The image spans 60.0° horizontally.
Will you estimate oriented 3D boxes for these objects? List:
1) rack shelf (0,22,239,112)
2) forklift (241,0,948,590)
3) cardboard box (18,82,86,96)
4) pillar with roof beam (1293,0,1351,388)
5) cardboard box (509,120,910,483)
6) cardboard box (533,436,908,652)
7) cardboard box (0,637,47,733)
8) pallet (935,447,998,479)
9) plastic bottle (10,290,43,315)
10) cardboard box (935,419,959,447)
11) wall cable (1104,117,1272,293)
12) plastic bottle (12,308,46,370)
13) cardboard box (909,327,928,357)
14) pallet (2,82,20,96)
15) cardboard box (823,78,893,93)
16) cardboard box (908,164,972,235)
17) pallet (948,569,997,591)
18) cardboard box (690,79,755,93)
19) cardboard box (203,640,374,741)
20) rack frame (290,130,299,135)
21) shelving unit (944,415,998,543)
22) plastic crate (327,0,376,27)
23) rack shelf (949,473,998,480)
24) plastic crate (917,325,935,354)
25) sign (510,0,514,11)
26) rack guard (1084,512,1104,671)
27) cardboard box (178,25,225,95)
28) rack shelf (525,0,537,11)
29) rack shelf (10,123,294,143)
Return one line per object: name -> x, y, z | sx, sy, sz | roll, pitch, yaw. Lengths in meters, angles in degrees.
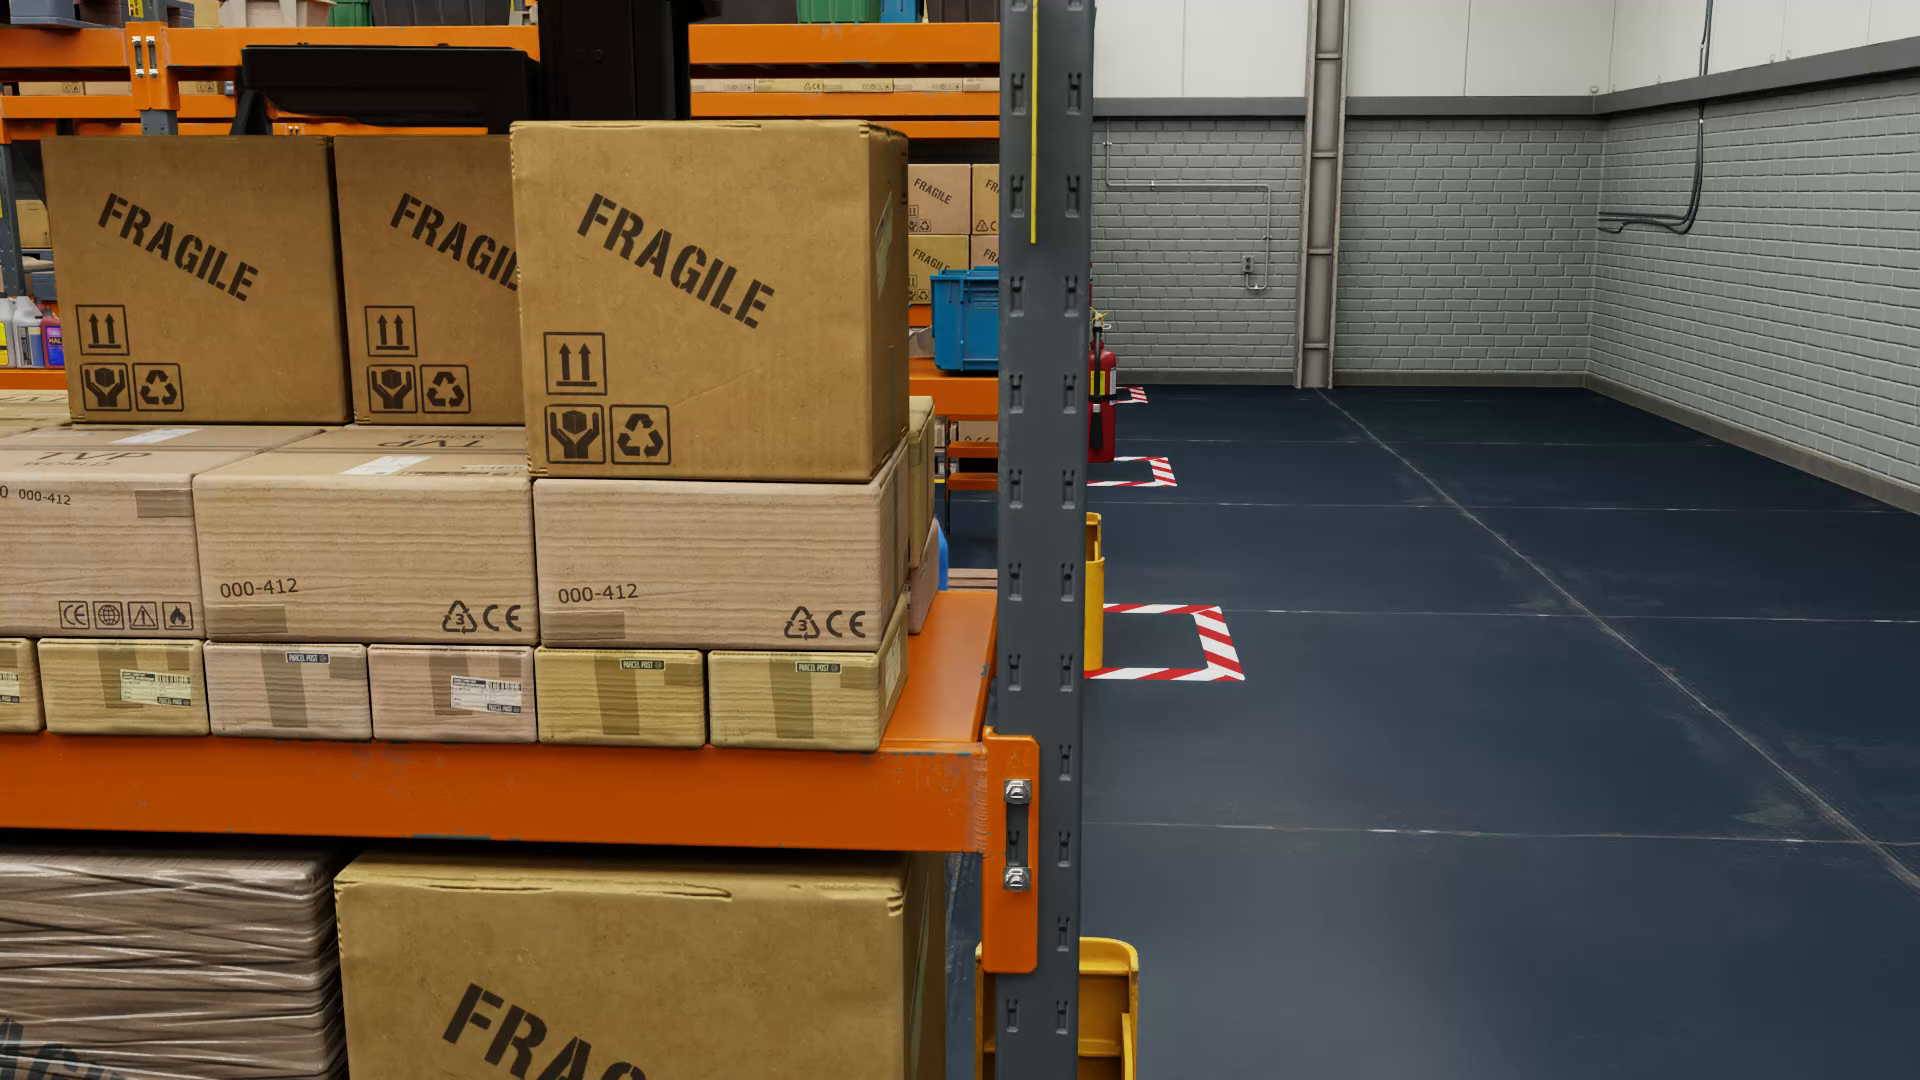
rack shelf -> -5.506, -2.197, 7.877 | 4.000, 0.370, 1.077 | 1, 12, 4
forklift -> -1.572, -0.463, 5.324 | 3.031, 2.935, 1.130 | -1, 12, -5
cardboard box -> -6.729, -3.638, 12.766 | 0.500, 0.500, 0.910 | 1, 12, 4
pillar with roof beam -> 3.607, -5.220, 13.243 | 0.400, 9.000, 9.100 | 1, 12, 4
cardboard box -> -0.354, -0.379, 2.564 | 0.500, 0.500, 0.500 | 1, 12, 4
cardboard box -> -0.352, -0.012, 2.638 | 0.500, 0.250, 0.500 | 1, 12, 3
cardboard box -> -1.506, 0.181, 2.690 | 0.250, 0.149, 0.380 | 1, 12, 4
pallet -> -27.335, -2.474, 0.118 | 54.027, 8.999, 28.867 | 1, 12, 4
plastic bottle -> -4.440, -1.005, 7.866 | 0.185, 0.351, 0.144 | 1, 12, 4
cardboard box -> -0.142, -0.820, 12.710 | 0.250, 0.166, 0.380 | 1, 12, 4
wall cable -> 2.483, -3.696, 18.130 | 1.851, 1.984, 0.084 | 1, 12, 4
plastic bottle -> -4.290, -0.937, 7.726 | 0.135, 0.276, 0.152 | 1, 12, 4
cardboard box -> -0.564, -2.008, 17.619 | 0.500, 0.500, 0.700 | 0, 12, 2
pallet -> -7.850, -3.487, 12.748 | 1.003, 0.211, 1.213 | 1, 12, 6
cardboard box -> -0.713, -3.372, 12.103 | 0.500, 0.250, 0.500 | 1, 12, 4
cardboard box -> -0.151, -2.506, 12.235 | 0.500, 0.500, 0.500 | 1, 12, 5
pallet -> -0.340, 0.347, 8.095 | 1.213, 0.211, 1.003 | 1, 12, 4
cardboard box -> -1.710, -3.388, 12.181 | 0.500, 0.250, 0.500 | 1, 12, 4
cardboard box -> -0.988, 0.188, 2.658 | 0.250, 0.149, 0.380 | 1, 12, 5
rack frame -> -6.840, -3.132, 17.917 | 0.127, 3.000, 1.000 | 1, 12, 4
shelving unit -> 0.163, -0.585, 10.135 | 0.499, 1.200, 0.258 | 1, 12, 4
plastic crate -> -3.068, -2.474, 7.962 | 0.662, 0.188, 0.450 | 1, 12, 4
rack shelf -> 0.165, -0.363, 10.181 | 0.457, 0.050, 0.221 | 1, 12, 4
plastic crate -> -0.058, -0.991, 8.178 | 0.298, 0.136, 0.250 | 1, 12, 4
sign -> -3.209, -3.866, 11.874 | 0.005, 0.325, 0.100 | 1, 12, 4
rack guard -> 0.505, 0.222, 7.985 | 0.348, 0.500, 1.175 | 1, 12, 4
cardboard box -> -5.702, -3.624, 12.698 | 0.500, 0.500, 0.910 | 1, 12, 4
rack shelf -> -4.844, -5.494, 17.286 | 4.000, 0.370, 1.077 | 1, 12, 4
rack shelf -> -8.835, -4.276, 17.814 | 4.000, 0.370, 1.077 | 1, 12, 4
